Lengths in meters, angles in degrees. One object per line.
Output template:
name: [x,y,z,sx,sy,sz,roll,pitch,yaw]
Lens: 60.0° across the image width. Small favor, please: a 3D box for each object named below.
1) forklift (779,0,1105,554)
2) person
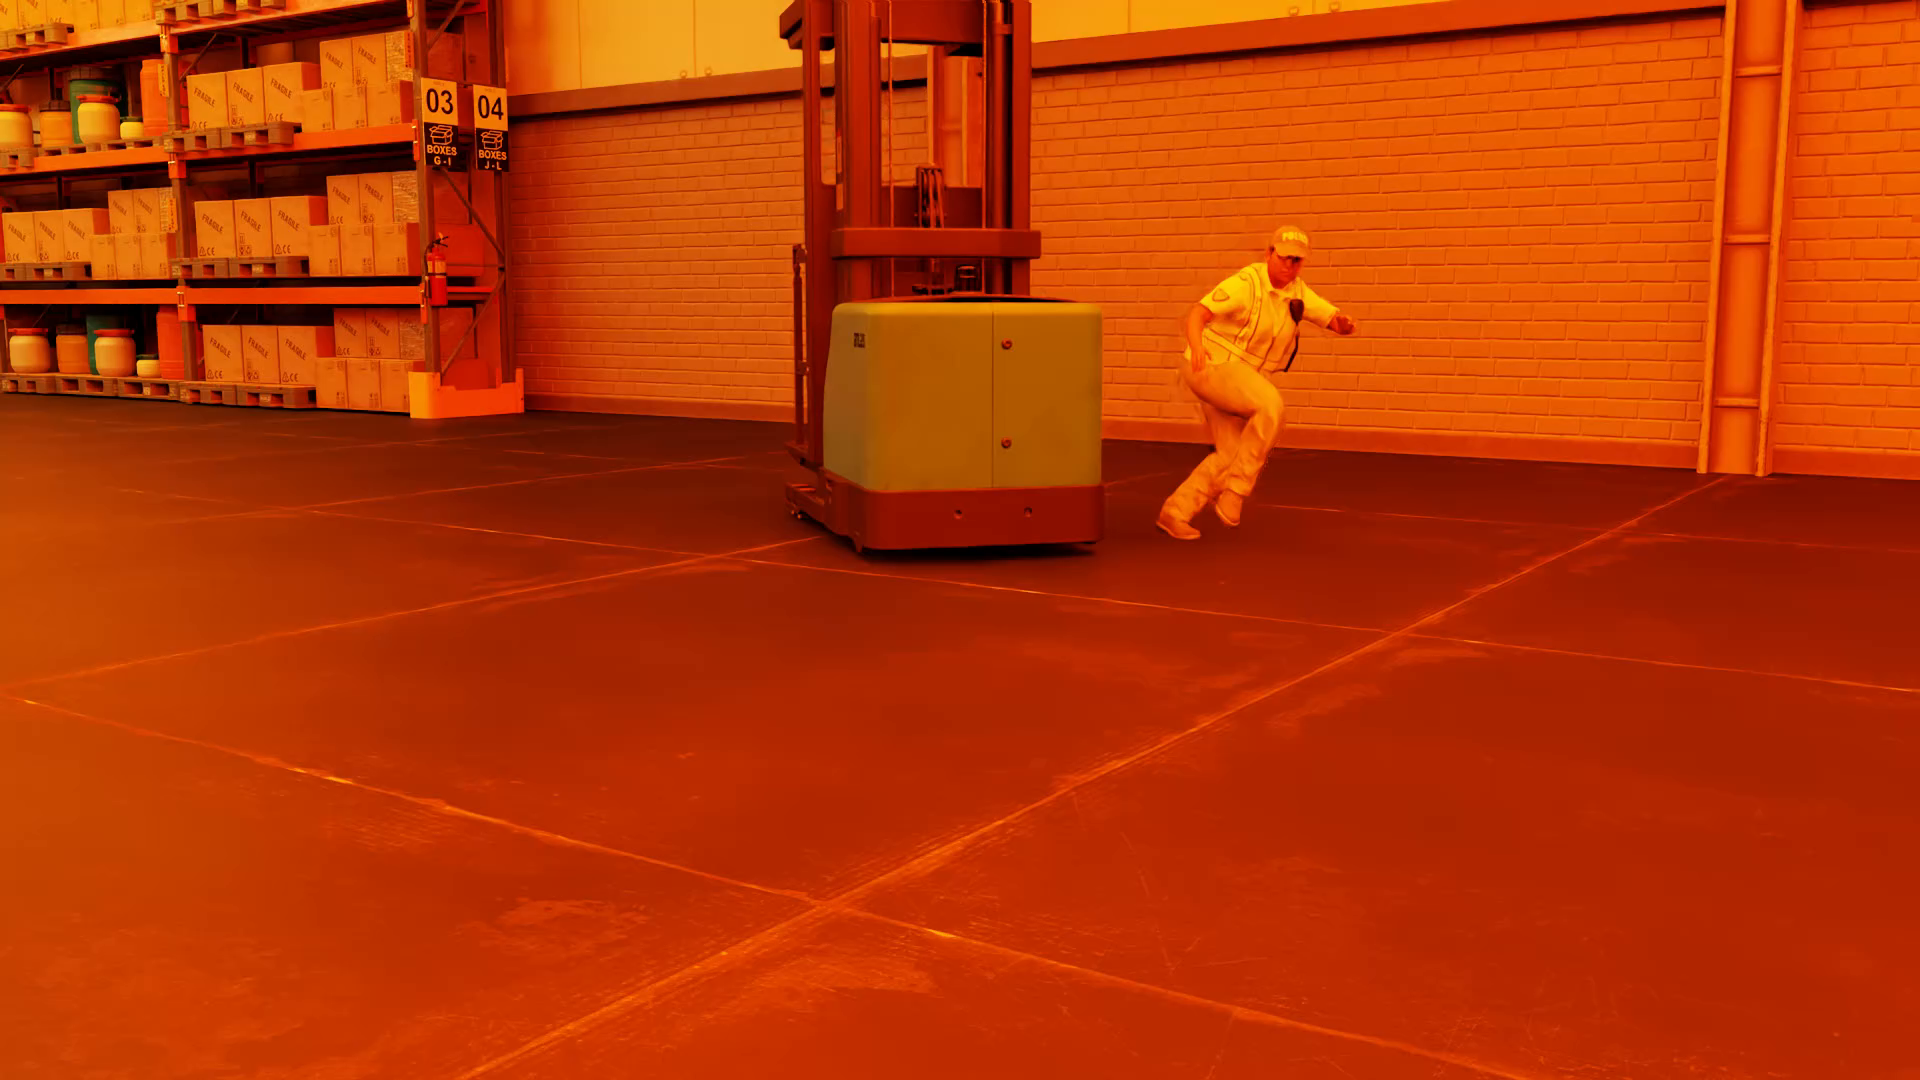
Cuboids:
forklift: [-0.267,-1.562,8.174,1.130,2.935,3.031,-2,8,-15]
person: [1.371,-0.727,7.723,0.913,1.443,0.867,-8,11,-43]
